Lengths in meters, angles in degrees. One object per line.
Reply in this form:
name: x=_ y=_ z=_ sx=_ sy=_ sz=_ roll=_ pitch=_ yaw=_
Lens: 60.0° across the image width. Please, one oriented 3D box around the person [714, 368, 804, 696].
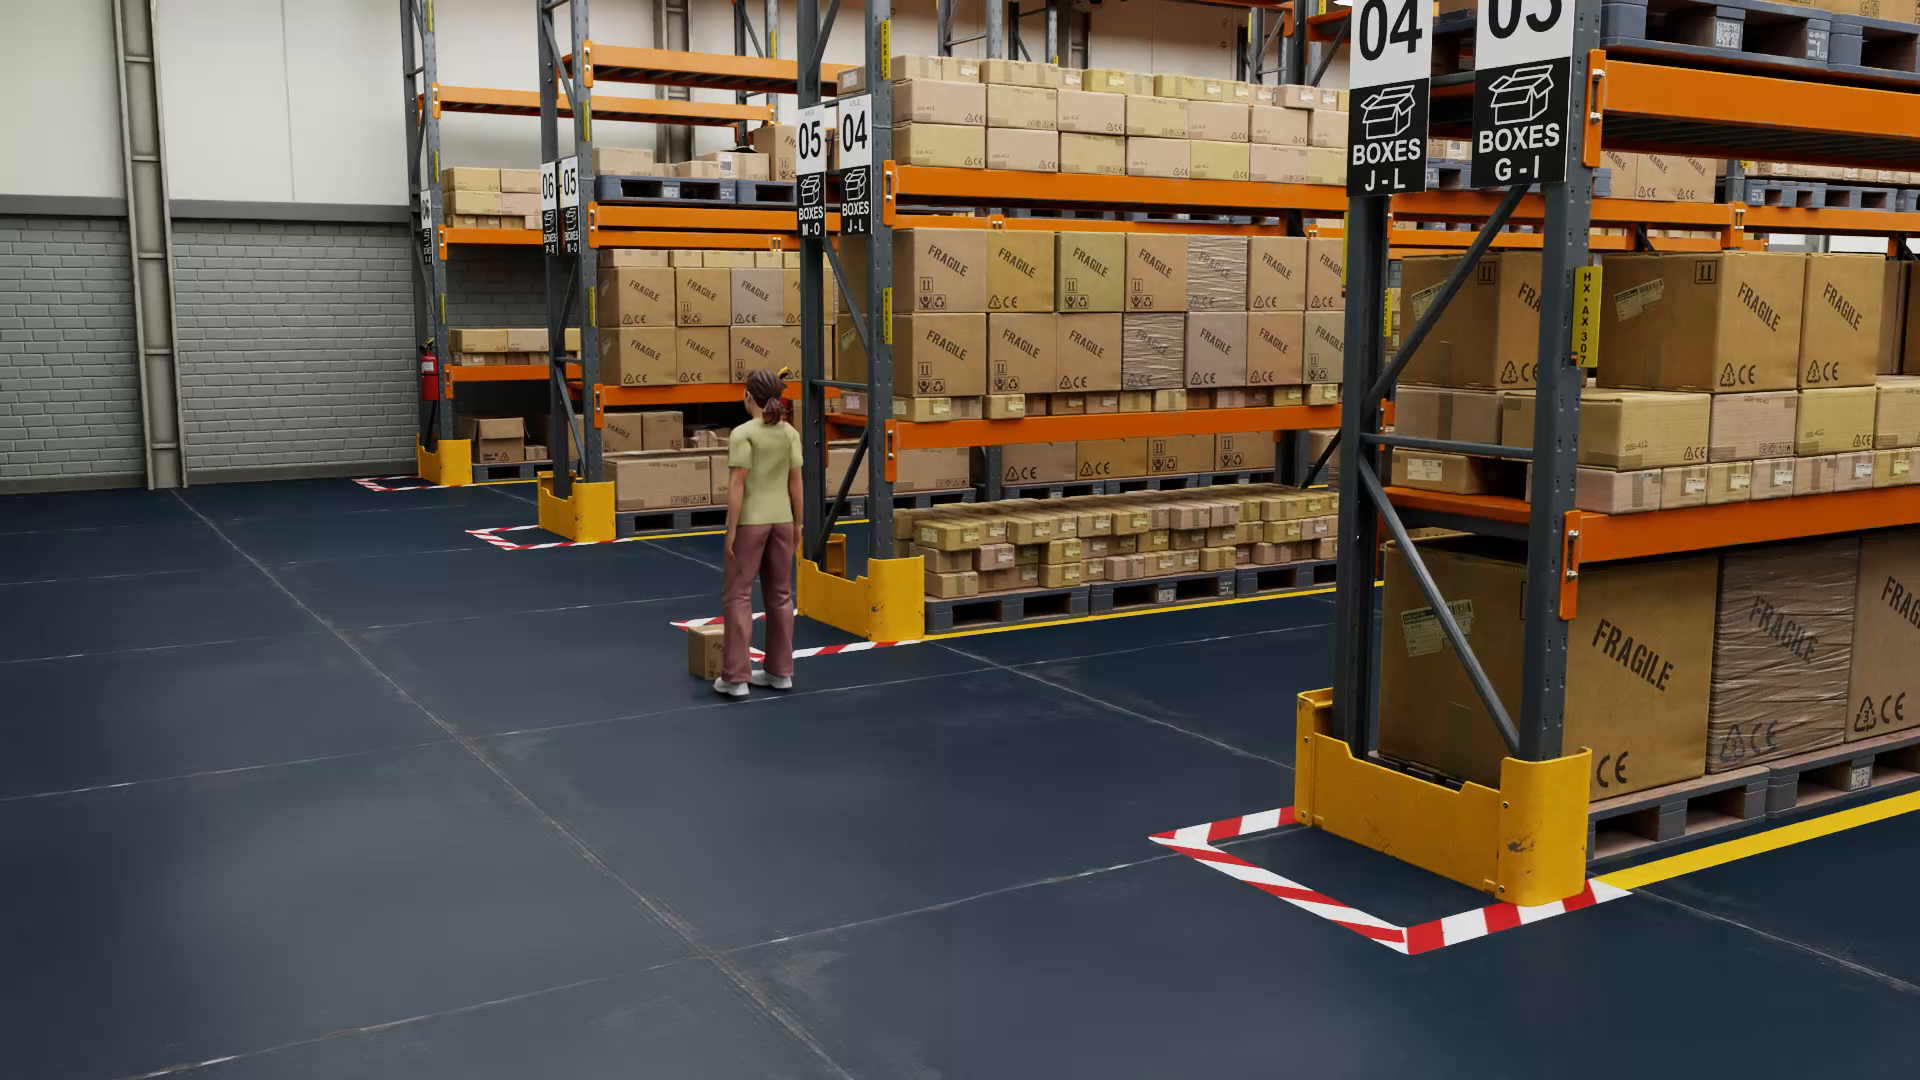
person: x=-1.043 y=-0.047 z=8.584 sx=0.478 sy=1.676 sz=0.399 roll=-6 pitch=10 yaw=-38
